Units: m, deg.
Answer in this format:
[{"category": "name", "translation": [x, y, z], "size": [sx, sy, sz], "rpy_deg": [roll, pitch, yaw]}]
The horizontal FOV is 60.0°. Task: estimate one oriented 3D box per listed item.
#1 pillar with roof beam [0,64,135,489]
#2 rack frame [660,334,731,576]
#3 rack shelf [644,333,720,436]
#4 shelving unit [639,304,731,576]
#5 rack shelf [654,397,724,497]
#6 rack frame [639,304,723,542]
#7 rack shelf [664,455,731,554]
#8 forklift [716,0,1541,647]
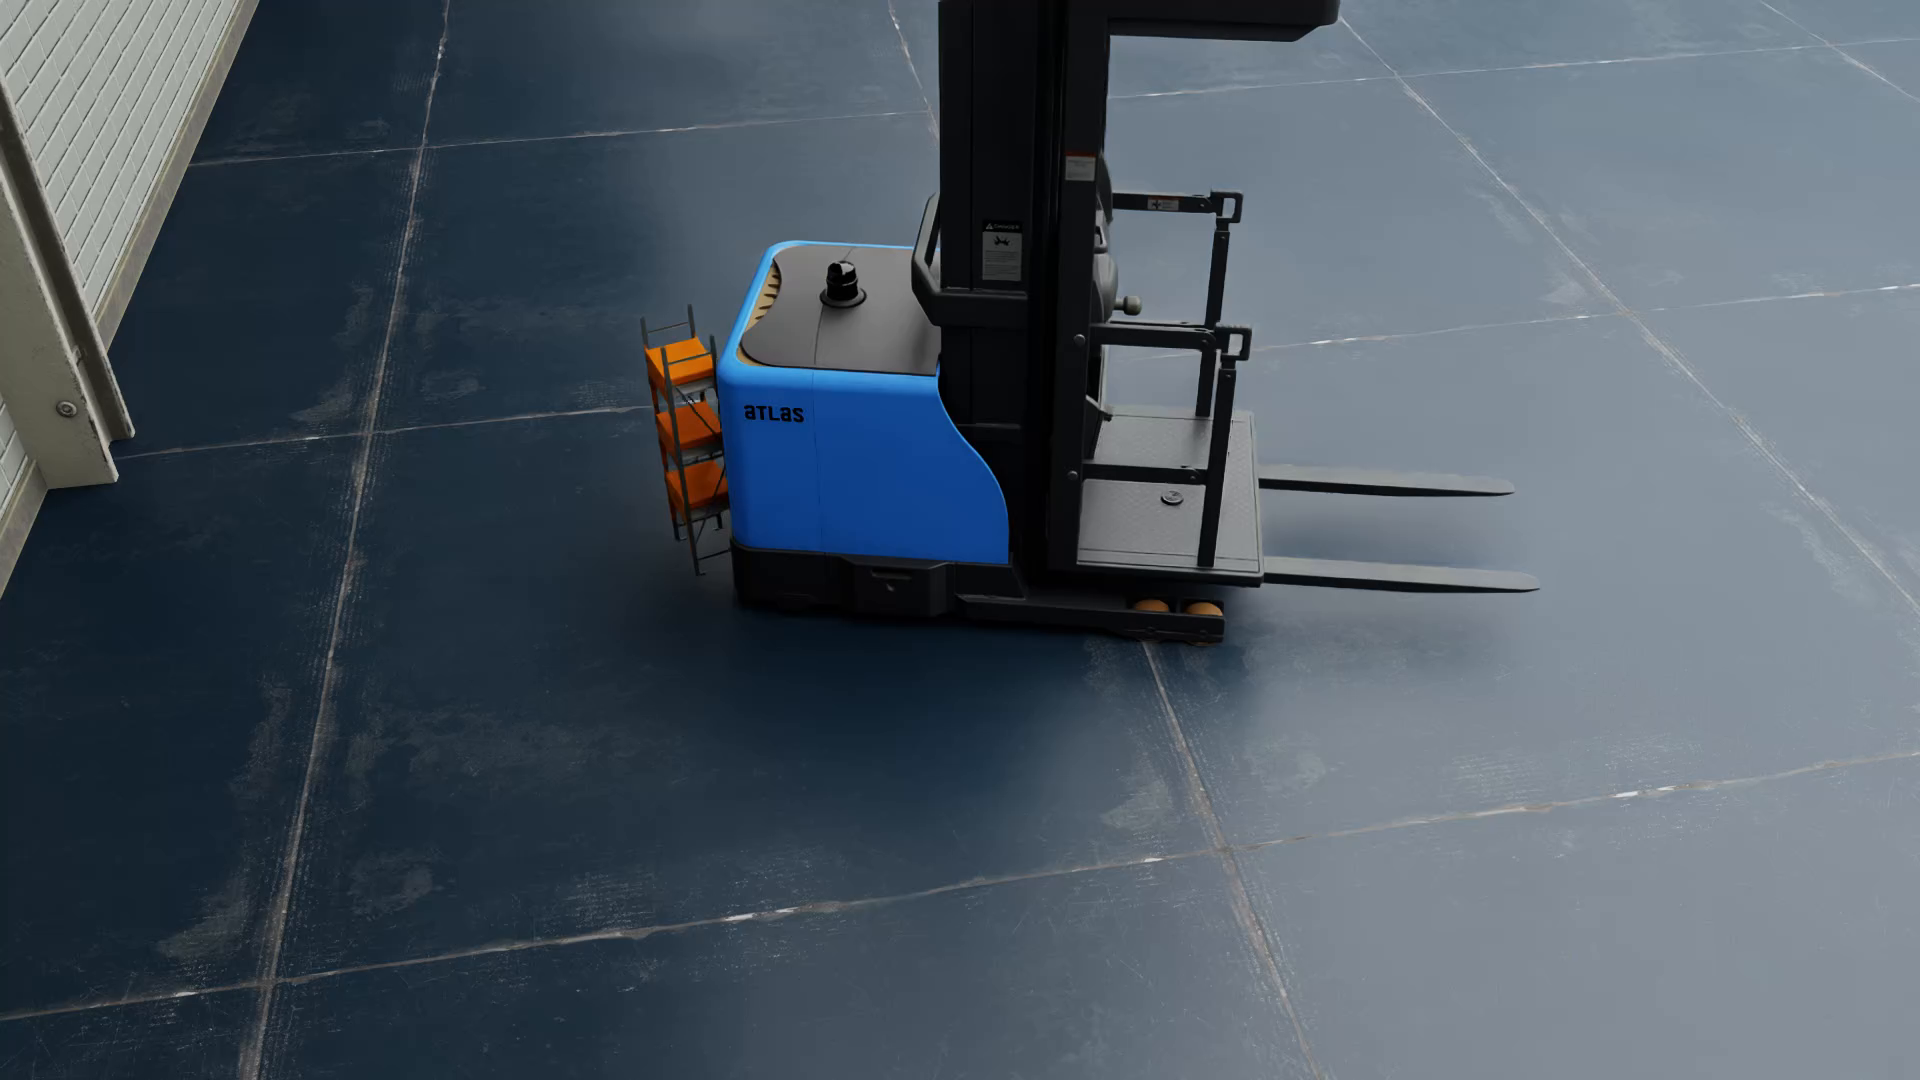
[{"category": "pillar with roof beam", "translation": [0.465, -4.365, 5.034], "size": [9.100, 9.000, 0.400], "rpy_deg": [-6, 38, -8]}, {"category": "rack frame", "translation": [-0.965, -0.300, 6.276], "size": [0.200, 1.050, 0.008], "rpy_deg": [-18, 41, -20]}, {"category": "rack shelf", "translation": [-1.025, -0.581, 6.193], "size": [0.215, 0.259, 0.240], "rpy_deg": [-18, 41, -20]}, {"category": "shelving unit", "translation": [-1.019, -0.367, 6.362], "size": [0.215, 1.050, 0.252], "rpy_deg": [-18, 41, -20]}, {"category": "rack shelf", "translation": [-1.019, -0.358, 6.369], "size": [0.215, 0.259, 0.240], "rpy_deg": [-18, 41, -20]}, {"category": "rack frame", "translation": [-1.073, -0.434, 6.449], "size": [0.200, 1.050, 0.008], "rpy_deg": [-18, 41, -20]}, {"category": "rack shelf", "translation": [-1.014, -0.141, 6.541], "size": [0.215, 0.259, 0.240], "rpy_deg": [-18, 41, -20]}, {"category": "forklift", "translation": [0.681, -1.103, 5.781], "size": [3.031, 2.935, 1.130], "rpy_deg": [4, 38, 5]}]
